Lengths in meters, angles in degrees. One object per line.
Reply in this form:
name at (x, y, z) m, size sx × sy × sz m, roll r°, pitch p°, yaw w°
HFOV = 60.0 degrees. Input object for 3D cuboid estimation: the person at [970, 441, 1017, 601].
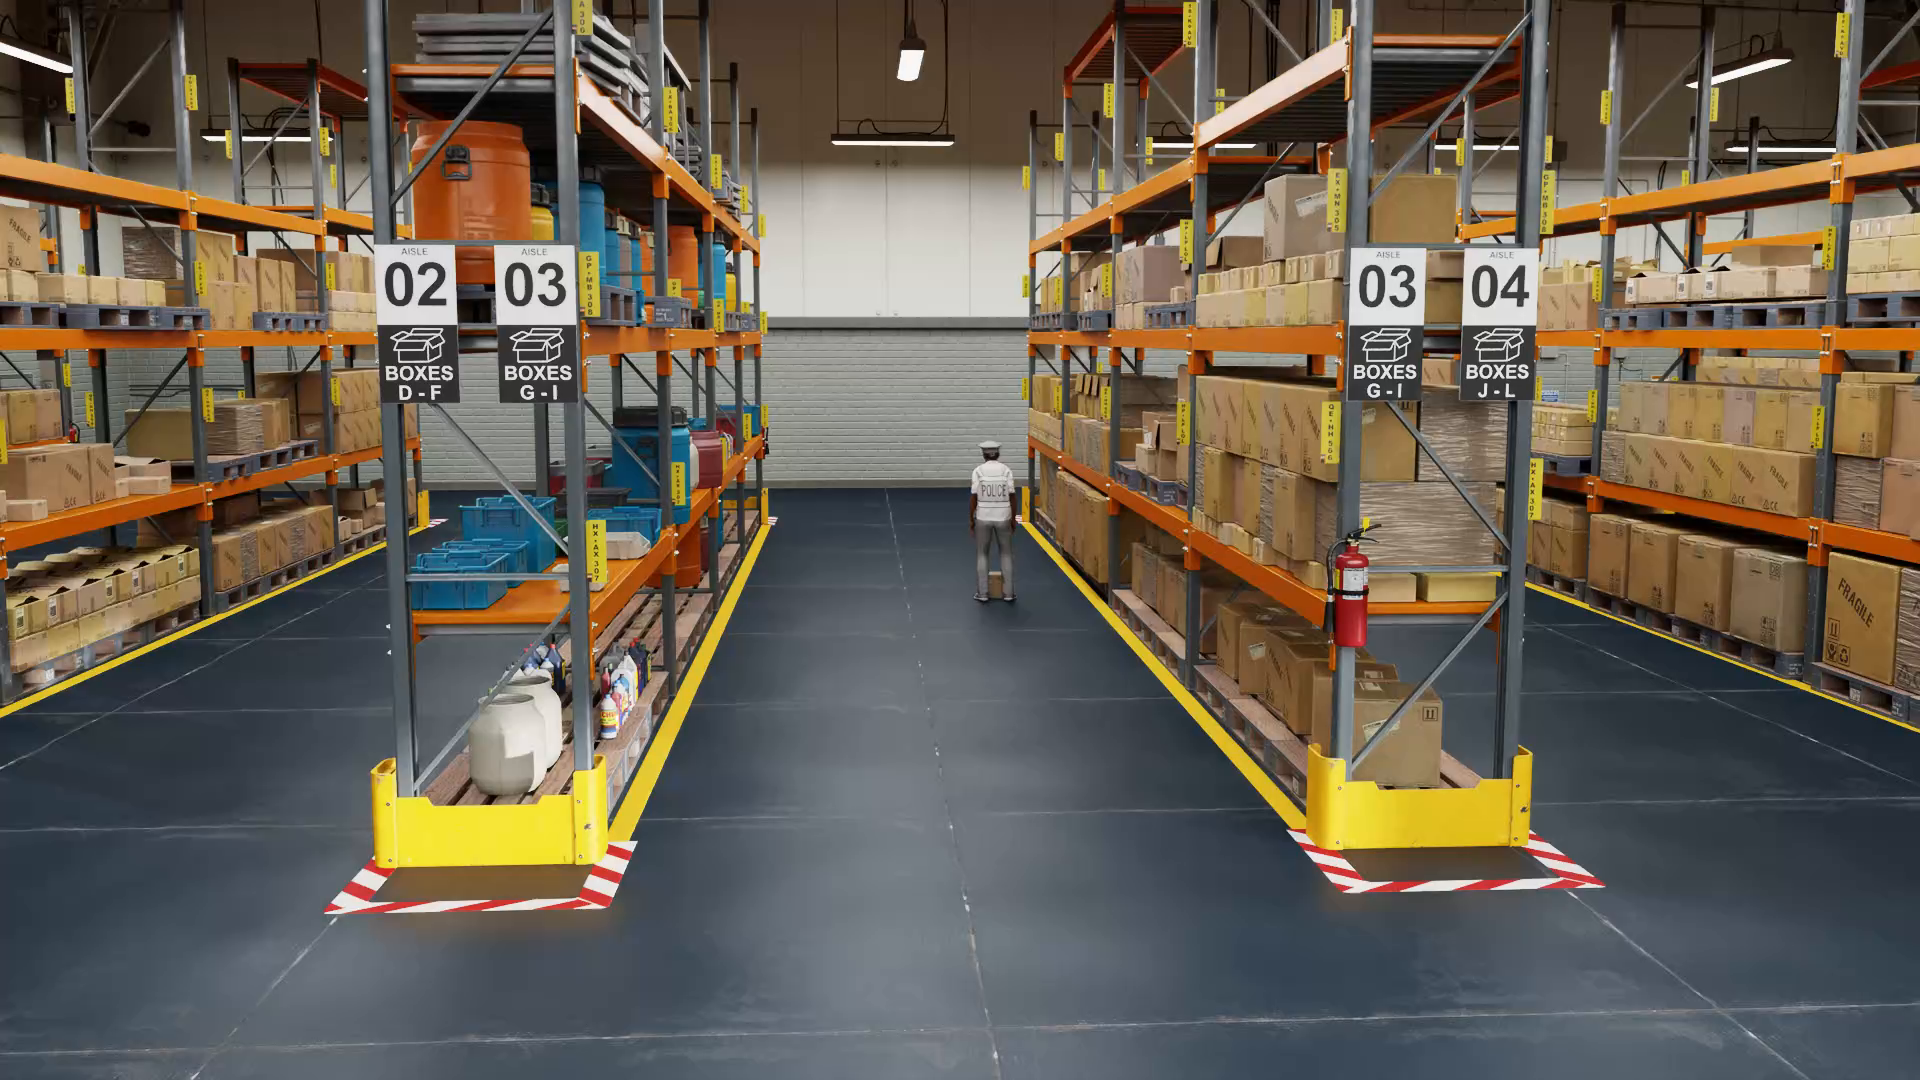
person at (0.351, -0.193, 17.334) m, size 0.506 × 1.660 × 0.392 m, roll 0°, pitch 7°, yaw -3°
